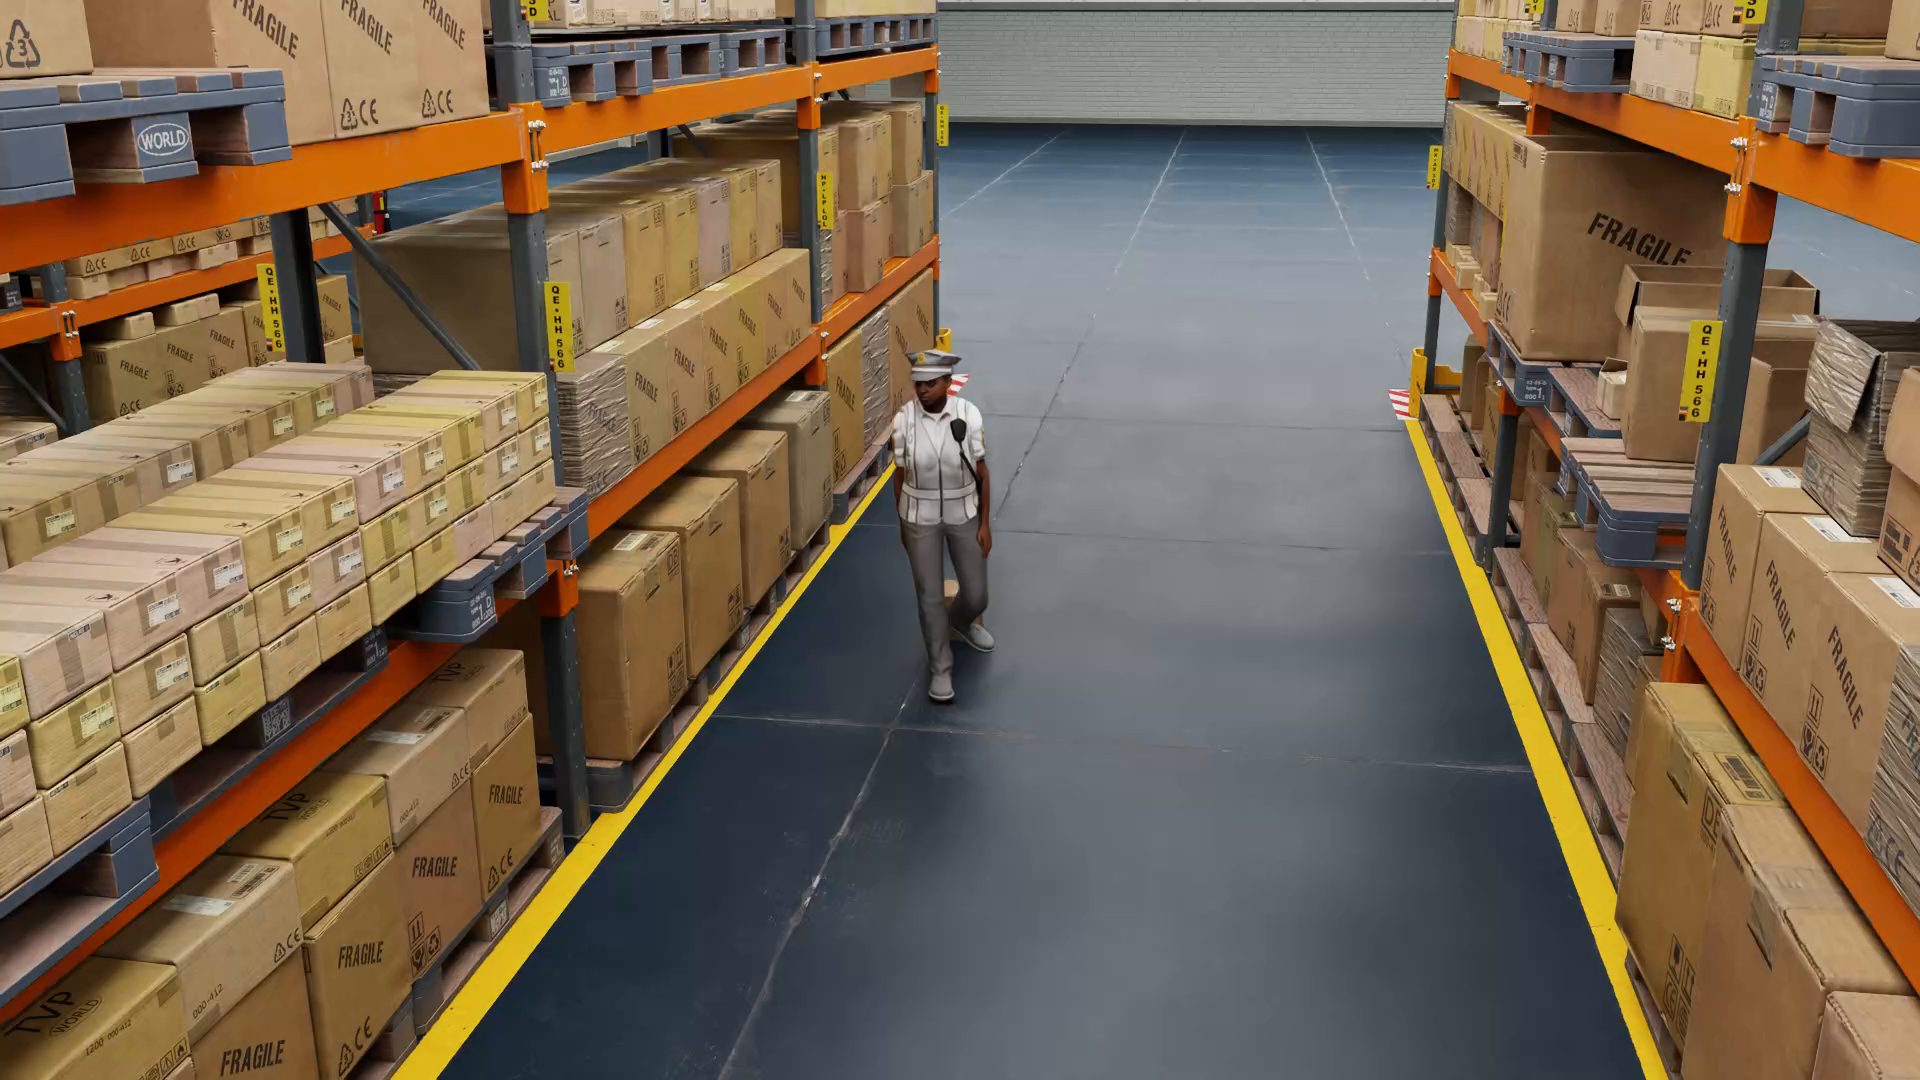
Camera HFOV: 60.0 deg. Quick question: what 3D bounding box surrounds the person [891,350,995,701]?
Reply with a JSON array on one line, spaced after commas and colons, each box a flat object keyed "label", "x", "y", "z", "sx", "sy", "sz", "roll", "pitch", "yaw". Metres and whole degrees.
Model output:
[{"label": "person", "x": -0.068, "y": -0.114, "z": 7.837, "sx": 0.497, "sy": 1.671, "sz": 0.572, "roll": -1, "pitch": 18, "yaw": -2}]
